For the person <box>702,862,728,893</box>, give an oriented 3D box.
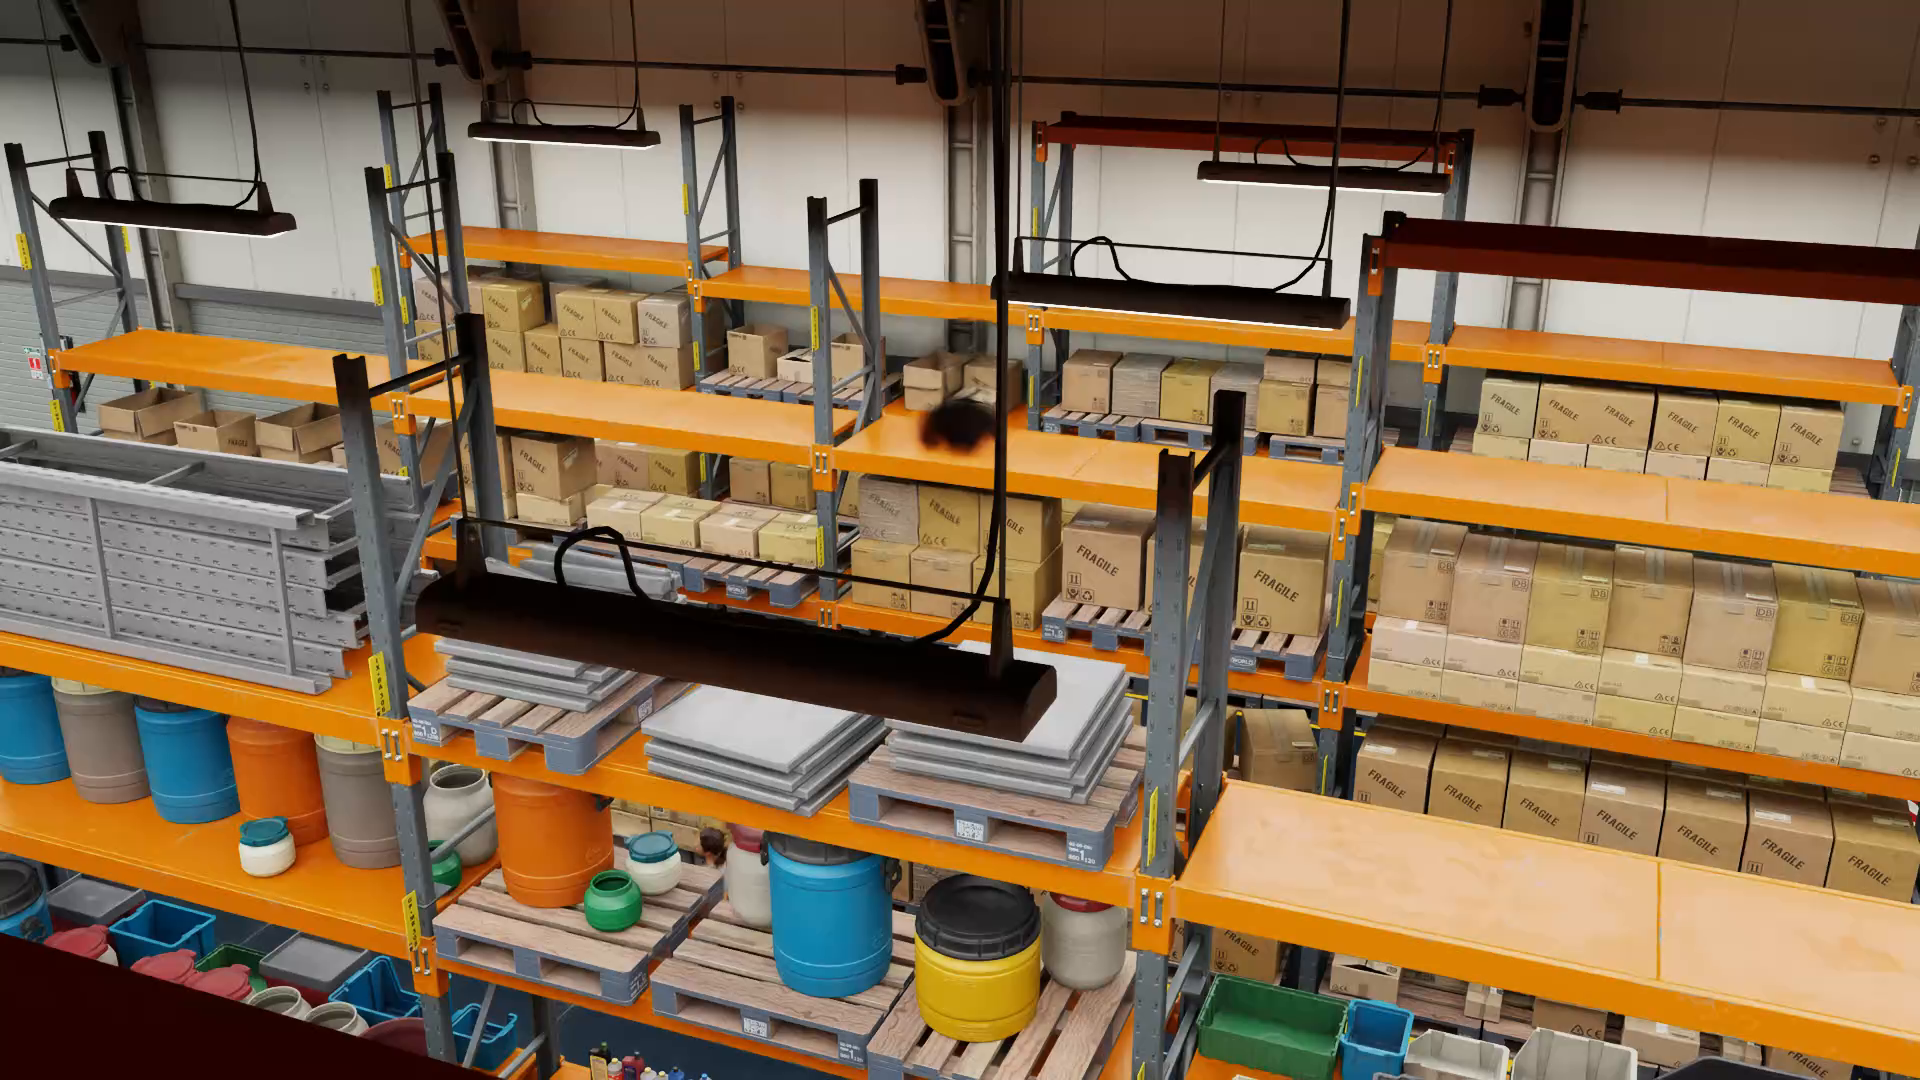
[{"bbox_3d":[-1.769,2.969,12.566,0.477,1.328,0.586,15,25,34],"label":"person"}]
